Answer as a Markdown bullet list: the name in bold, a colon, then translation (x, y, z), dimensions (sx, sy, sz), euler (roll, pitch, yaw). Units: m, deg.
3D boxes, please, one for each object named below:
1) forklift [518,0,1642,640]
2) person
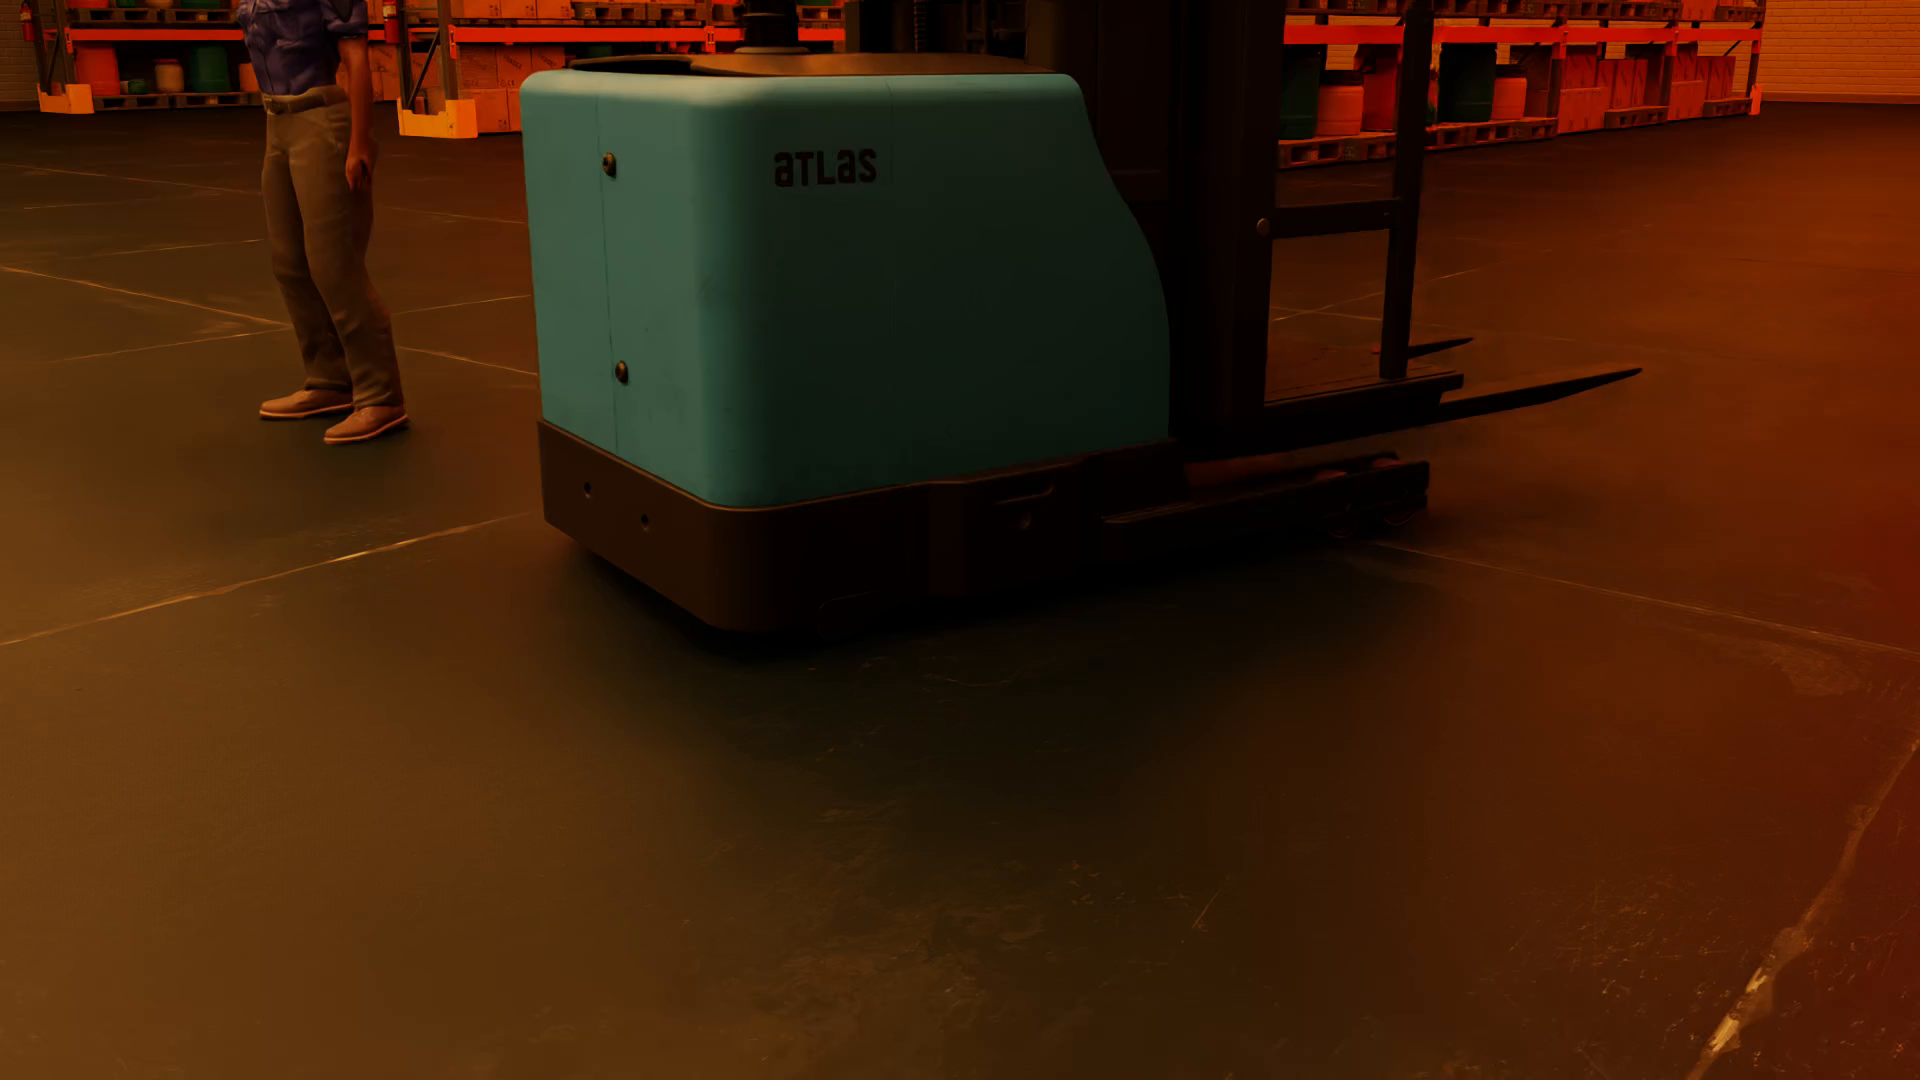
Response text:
- **forklift**: translation (0.538, -1.520, 3.903), dimensions (3.031, 2.935, 1.130), euler (-11, 20, -33)
- **person**: translation (-1.909, -1.146, 4.890), dimensions (0.318, 1.663, 0.567), euler (-16, 23, -42)
